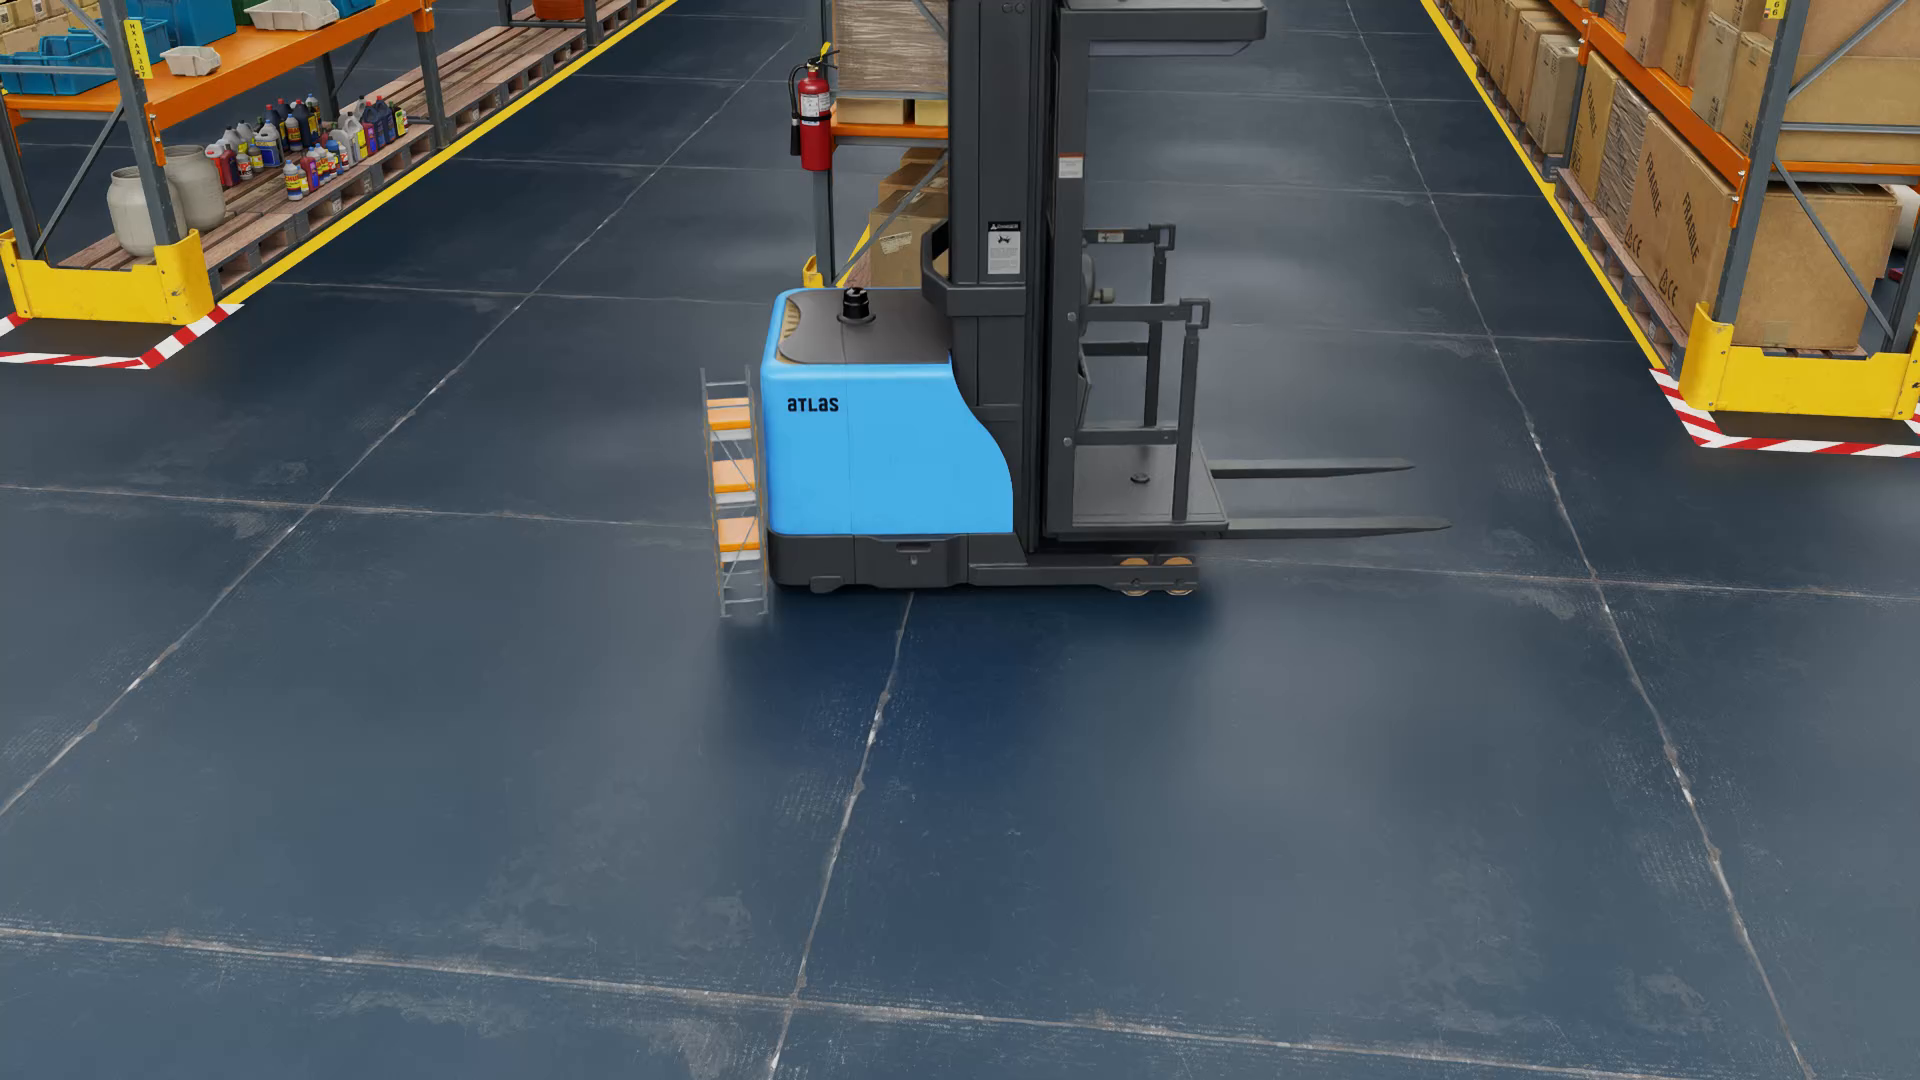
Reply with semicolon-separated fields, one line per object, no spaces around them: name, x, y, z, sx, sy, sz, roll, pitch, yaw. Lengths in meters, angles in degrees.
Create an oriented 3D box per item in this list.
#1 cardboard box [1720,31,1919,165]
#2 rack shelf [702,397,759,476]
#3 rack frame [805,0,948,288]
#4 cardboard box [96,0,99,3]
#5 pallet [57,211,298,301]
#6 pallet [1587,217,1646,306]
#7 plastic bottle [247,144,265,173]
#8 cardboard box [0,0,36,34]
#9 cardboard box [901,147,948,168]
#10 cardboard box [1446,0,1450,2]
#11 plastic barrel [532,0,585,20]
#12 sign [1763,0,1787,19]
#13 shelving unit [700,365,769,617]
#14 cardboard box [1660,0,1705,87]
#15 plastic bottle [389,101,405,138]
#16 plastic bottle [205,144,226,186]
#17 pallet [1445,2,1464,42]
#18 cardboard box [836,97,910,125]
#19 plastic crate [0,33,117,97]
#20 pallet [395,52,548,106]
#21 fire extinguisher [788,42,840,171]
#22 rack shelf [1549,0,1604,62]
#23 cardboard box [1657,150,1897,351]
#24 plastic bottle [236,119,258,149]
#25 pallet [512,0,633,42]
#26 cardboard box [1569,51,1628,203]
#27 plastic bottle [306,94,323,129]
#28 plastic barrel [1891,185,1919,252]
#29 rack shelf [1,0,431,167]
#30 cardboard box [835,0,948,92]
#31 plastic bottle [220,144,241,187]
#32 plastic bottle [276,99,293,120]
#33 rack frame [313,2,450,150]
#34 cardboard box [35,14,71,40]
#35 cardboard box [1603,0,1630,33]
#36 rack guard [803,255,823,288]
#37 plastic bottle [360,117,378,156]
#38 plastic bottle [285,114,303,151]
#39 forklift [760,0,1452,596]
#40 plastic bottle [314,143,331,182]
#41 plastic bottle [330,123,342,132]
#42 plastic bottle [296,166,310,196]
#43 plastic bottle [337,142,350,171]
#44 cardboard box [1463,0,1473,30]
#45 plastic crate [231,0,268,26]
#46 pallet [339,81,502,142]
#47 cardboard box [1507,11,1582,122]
cardboard box;4.590;-2.332;8.758;0.875;0.550;0.550;3;28;6
rack shelf;-0.949;-0.436;6.873;0.215;0.259;0.240;-5;29;-8
rack frame;-0.321;-2.424;9.087;1.000;3.000;0.127;3;28;6
cardboard box;-8.992;-5.728;17.084;0.500;0.311;0.500;4;29;8
pallet;-5.169;-1.905;11.064;1.003;0.211;1.213;3;28;6
pallet;4.761;-1.814;10.895;1.003;0.211;1.213;3;28;6
plastic bottle;-5.230;-2.838;12.342;0.097;0.201;0.097;0;28;0
cardboard box;-9.177;-5.010;15.751;0.500;0.311;0.500;4;29;8
cardboard box;-0.093;-2.379;11.195;0.500;0.500;0.500;6;29;11
cardboard box;5.643;-6.240;18.363;0.500;0.500;0.500;5;29;8
plastic barrel;-4.213;-5.939;17.456;0.600;0.830;0.708;3;28;6
sign;4.052;-2.741;8.204;0.100;0.325;0.005;3;28;6
shelving unit;-0.947;-0.196;7.004;0.215;1.050;0.252;-5;29;-8
cardboard box;4.853;-3.100;10.184;0.875;0.550;0.500;3;28;6
plastic bottle;-4.478;-3.347;13.201;0.061;0.283;0.133;5;29;9
plastic bottle;-5.389;-2.714;12.033;0.152;0.276;0.135;4;29;7
pallet;5.819;-5.567;17.861;1.003;0.211;1.213;3;28;6
cardboard box;-0.491;-2.460;9.418;0.380;0.149;0.250;3;28;6
plastic crate;-5.472;-2.900;10.127;0.499;0.251;0.616;3;28;6
pallet;-4.542;-4.315;15.537;1.003;0.211;1.213;3;28;6
fire extinguisher;-0.792;-2.363;9.055;0.296;0.674;0.183;3;28;6
rack shelf;5.324;-4.596;13.877;1.077;0.370;4.000;3;28;6
cardboard box;4.607;-1.661;9.468;0.875;0.875;0.875;4;29;6
plastic bottle;-5.333;-2.978;12.444;0.144;0.351;0.185;3;28;6
pallet;-4.201;-5.624;17.966;1.003;0.211;1.213;3;28;6
cardboard box;4.933;-2.929;11.821;0.875;0.875;0.875;4;29;7
plastic bottle;-5.221;-3.463;13.428;0.097;0.271;0.097;0;28;0
plastic barrel;6.463;-2.214;11.413;0.421;0.421;0.512;-24;36;-37
rack shelf;-4.992;-3.337;11.540;1.077;0.370;4.000;3;28;6
cardboard box;-0.226;-2.857;9.471;0.875;0.500;0.500;3;28;6
plastic bottle;-5.283;-2.711;12.020;0.061;0.283;0.133;3;28;6
plastic bottle;-5.257;-3.267;12.980;0.144;0.351;0.185;4;29;8
rack frame;-4.747;-4.595;13.117;1.000;3.000;0.127;3;28;6
cardboard box;-9.119;-5.001;16.326;0.500;0.250;0.500;4;29;7
cardboard box;5.046;-3.863;11.600;0.875;0.550;0.550;3;28;6
rack guard;-0.312;-1.360;9.747;1.175;0.500;0.348;3;28;6
plastic bottle;-4.542;-3.104;12.748;0.061;0.283;0.133;5;29;10
plastic bottle;-5.155;-3.156;12.859;0.097;0.271;0.097;0;28;0
forklift;0.666;-1.296;7.065;3.031;2.935;1.130;-1;28;-1
plastic bottle;-4.651;-2.748;12.102;0.097;0.271;0.097;0;28;0
plastic bottle;-4.707;-3.024;12.601;0.061;0.283;0.133;3;28;6
plastic bottle;-4.693;-2.558;11.822;0.097;0.201;0.097;0;28;0
plastic bottle;-4.614;-2.861;12.385;0.097;0.201;0.097;0;28;0
cardboard box;5.458;-5.508;17.004;0.500;0.500;0.500;4;29;8
plastic crate;-5.193;-3.879;12.011;0.450;0.188;0.662;3;28;6
pallet;-4.689;-3.739;14.468;1.003;0.211;1.213;3;28;6
cardboard box;5.188;-3.917;13.787;1.050;0.750;0.750;3;28;6
